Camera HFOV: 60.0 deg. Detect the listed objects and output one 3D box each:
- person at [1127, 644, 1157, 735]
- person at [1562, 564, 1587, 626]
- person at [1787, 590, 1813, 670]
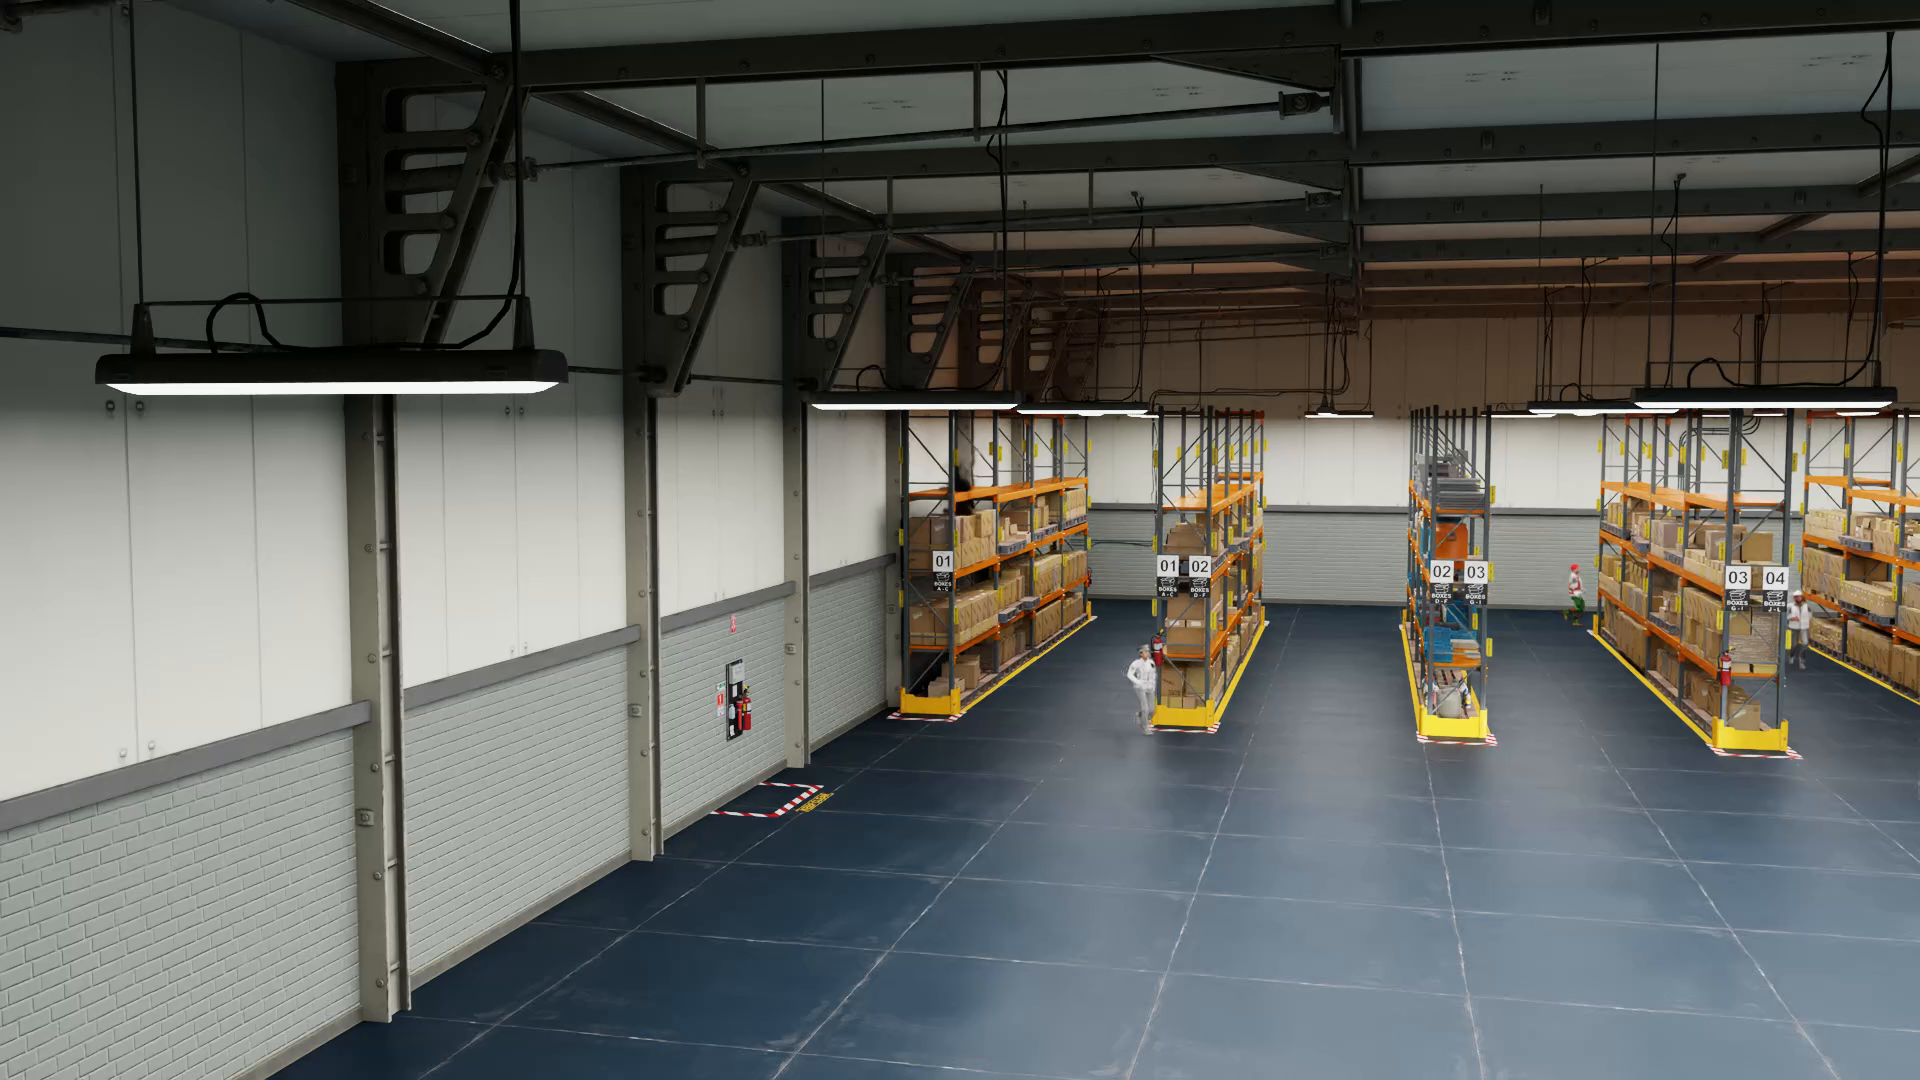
[{"bbox_3d":[3.342,2.716,30.405,0.622,1.644,0.601,-2,4,-24],"label":"person"},{"bbox_3d":[17.133,1.531,46.375,0.606,1.737,0.670,2,5,28],"label":"person"},{"bbox_3d":[19.475,2.078,38.651,0.662,1.825,0.768,1,4,18],"label":"person"}]
